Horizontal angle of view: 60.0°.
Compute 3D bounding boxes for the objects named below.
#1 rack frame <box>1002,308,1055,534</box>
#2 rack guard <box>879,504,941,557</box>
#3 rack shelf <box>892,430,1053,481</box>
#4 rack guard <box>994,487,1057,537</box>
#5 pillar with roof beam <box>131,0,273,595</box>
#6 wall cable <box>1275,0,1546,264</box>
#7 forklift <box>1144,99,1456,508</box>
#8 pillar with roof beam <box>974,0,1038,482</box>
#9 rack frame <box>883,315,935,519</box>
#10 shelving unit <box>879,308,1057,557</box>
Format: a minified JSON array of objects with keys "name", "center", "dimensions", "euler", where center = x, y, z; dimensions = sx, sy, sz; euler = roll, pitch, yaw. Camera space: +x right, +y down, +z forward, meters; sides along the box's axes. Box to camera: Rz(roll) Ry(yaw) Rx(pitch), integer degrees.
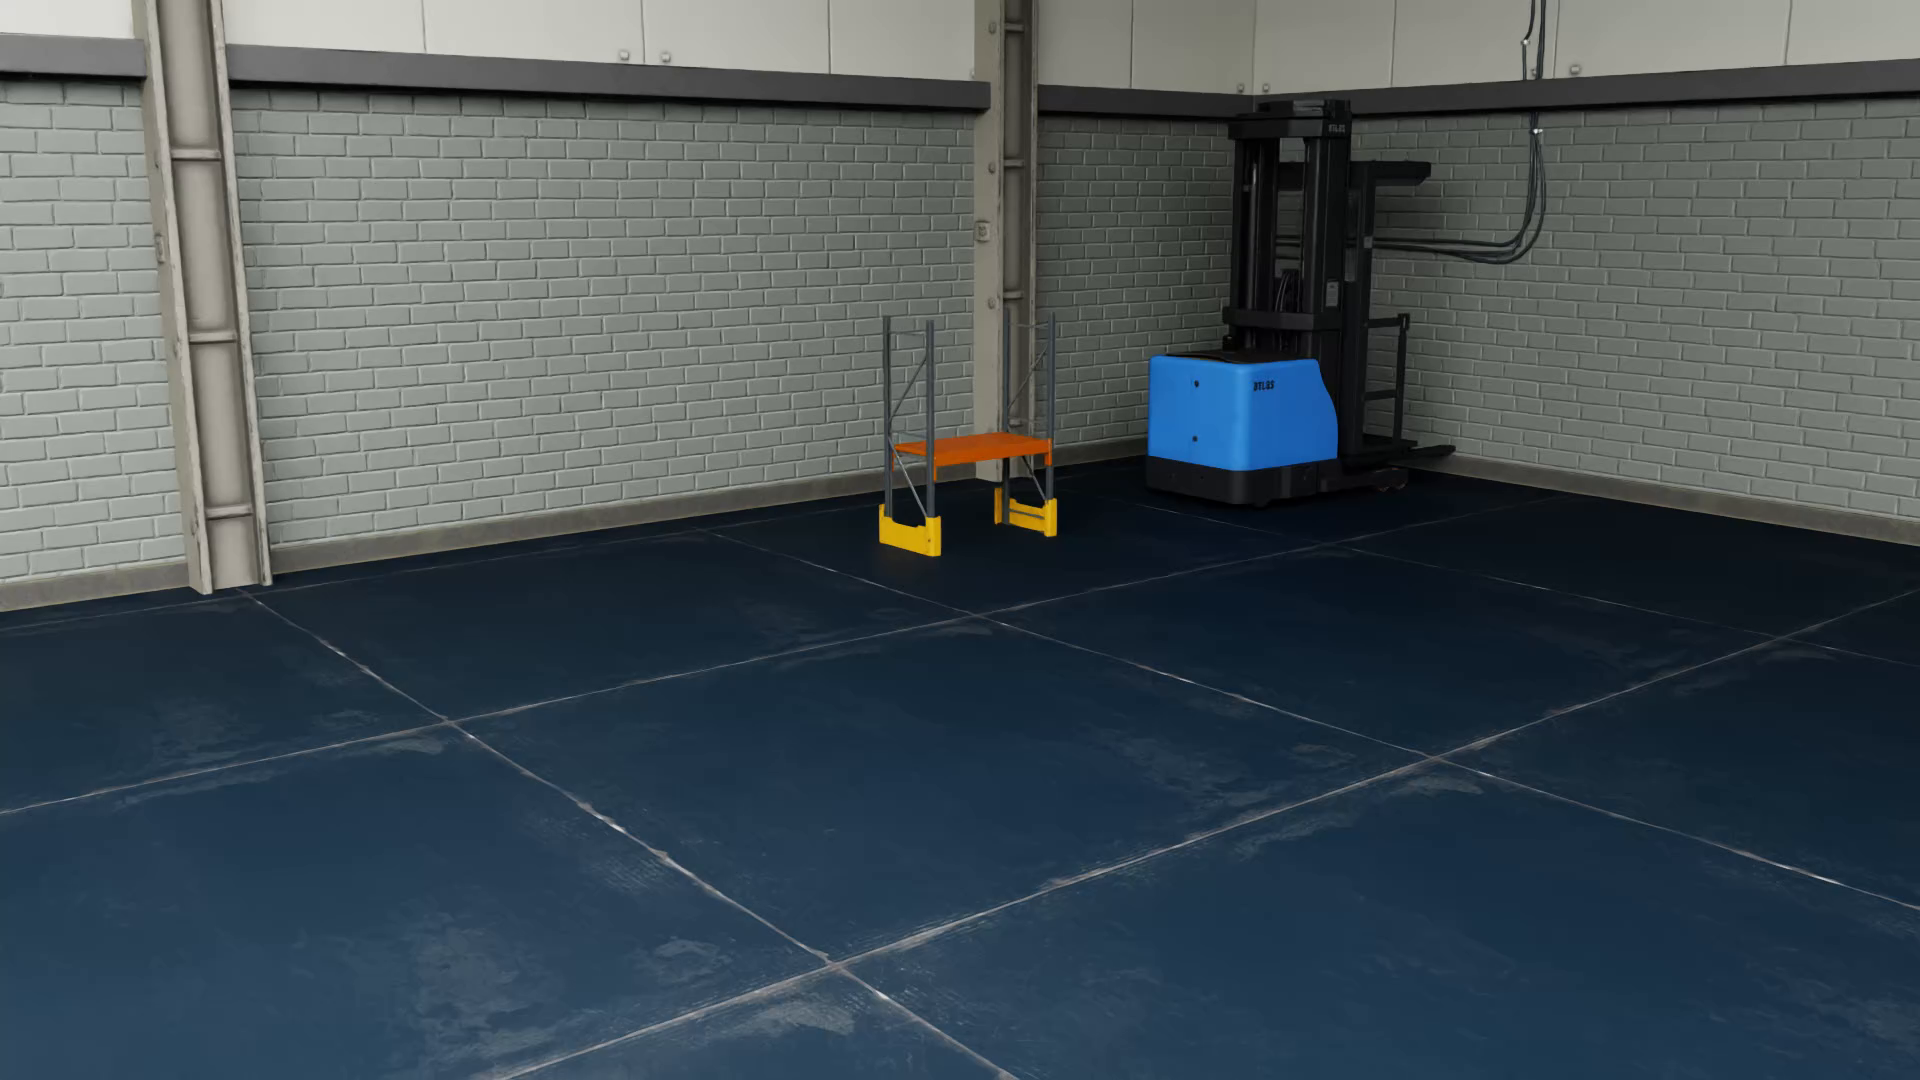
[{"name":"rack frame","center":[0.464,-0.811,11.336],"dimensions":[0.032,1.500,0.500],"euler":[-9,15,-38]},{"name":"rack guard","center":[-0.329,-0.068,10.845],"dimensions":[0.087,0.250,0.587],"euler":[-9,15,-38]},{"name":"rack shelf","center":[0.067,-0.569,11.062],"dimensions":[1.000,0.185,0.538],"euler":[-9,15,-38]},{"name":"rack guard","center":[0.448,-0.197,11.454],"dimensions":[0.087,0.250,0.587],"euler":[-9,15,-38]},{"name":"pillar with roof beam","center":[-1.639,-3.437,5.651],"dimensions":[0.400,9.000,9.100],"euler":[-9,15,-38]},{"name":"wall cable","center":[3.483,-3.563,13.718],"dimensions":[0.112,2.526,3.097],"euler":[-9,15,-38]},{"name":"forklift","center":[2.897,-1.888,12.965],"dimensions":[3.031,2.935,1.130],"euler":[-9,15,-36]},{"name":"pillar with roof beam","center":[3.046,-4.216,9.317],"dimensions":[0.400,9.000,9.100],"euler":[-9,15,-38]},{"name":"rack frame","center":[-0.330,-0.679,10.714],"dimensions":[0.032,1.500,0.500],"euler":[-9,15,-38]},{"name":"shelving unit","center":[0.060,-0.744,11.020],"dimensions":[1.083,1.500,0.587],"euler":[-9,15,-38]}]
